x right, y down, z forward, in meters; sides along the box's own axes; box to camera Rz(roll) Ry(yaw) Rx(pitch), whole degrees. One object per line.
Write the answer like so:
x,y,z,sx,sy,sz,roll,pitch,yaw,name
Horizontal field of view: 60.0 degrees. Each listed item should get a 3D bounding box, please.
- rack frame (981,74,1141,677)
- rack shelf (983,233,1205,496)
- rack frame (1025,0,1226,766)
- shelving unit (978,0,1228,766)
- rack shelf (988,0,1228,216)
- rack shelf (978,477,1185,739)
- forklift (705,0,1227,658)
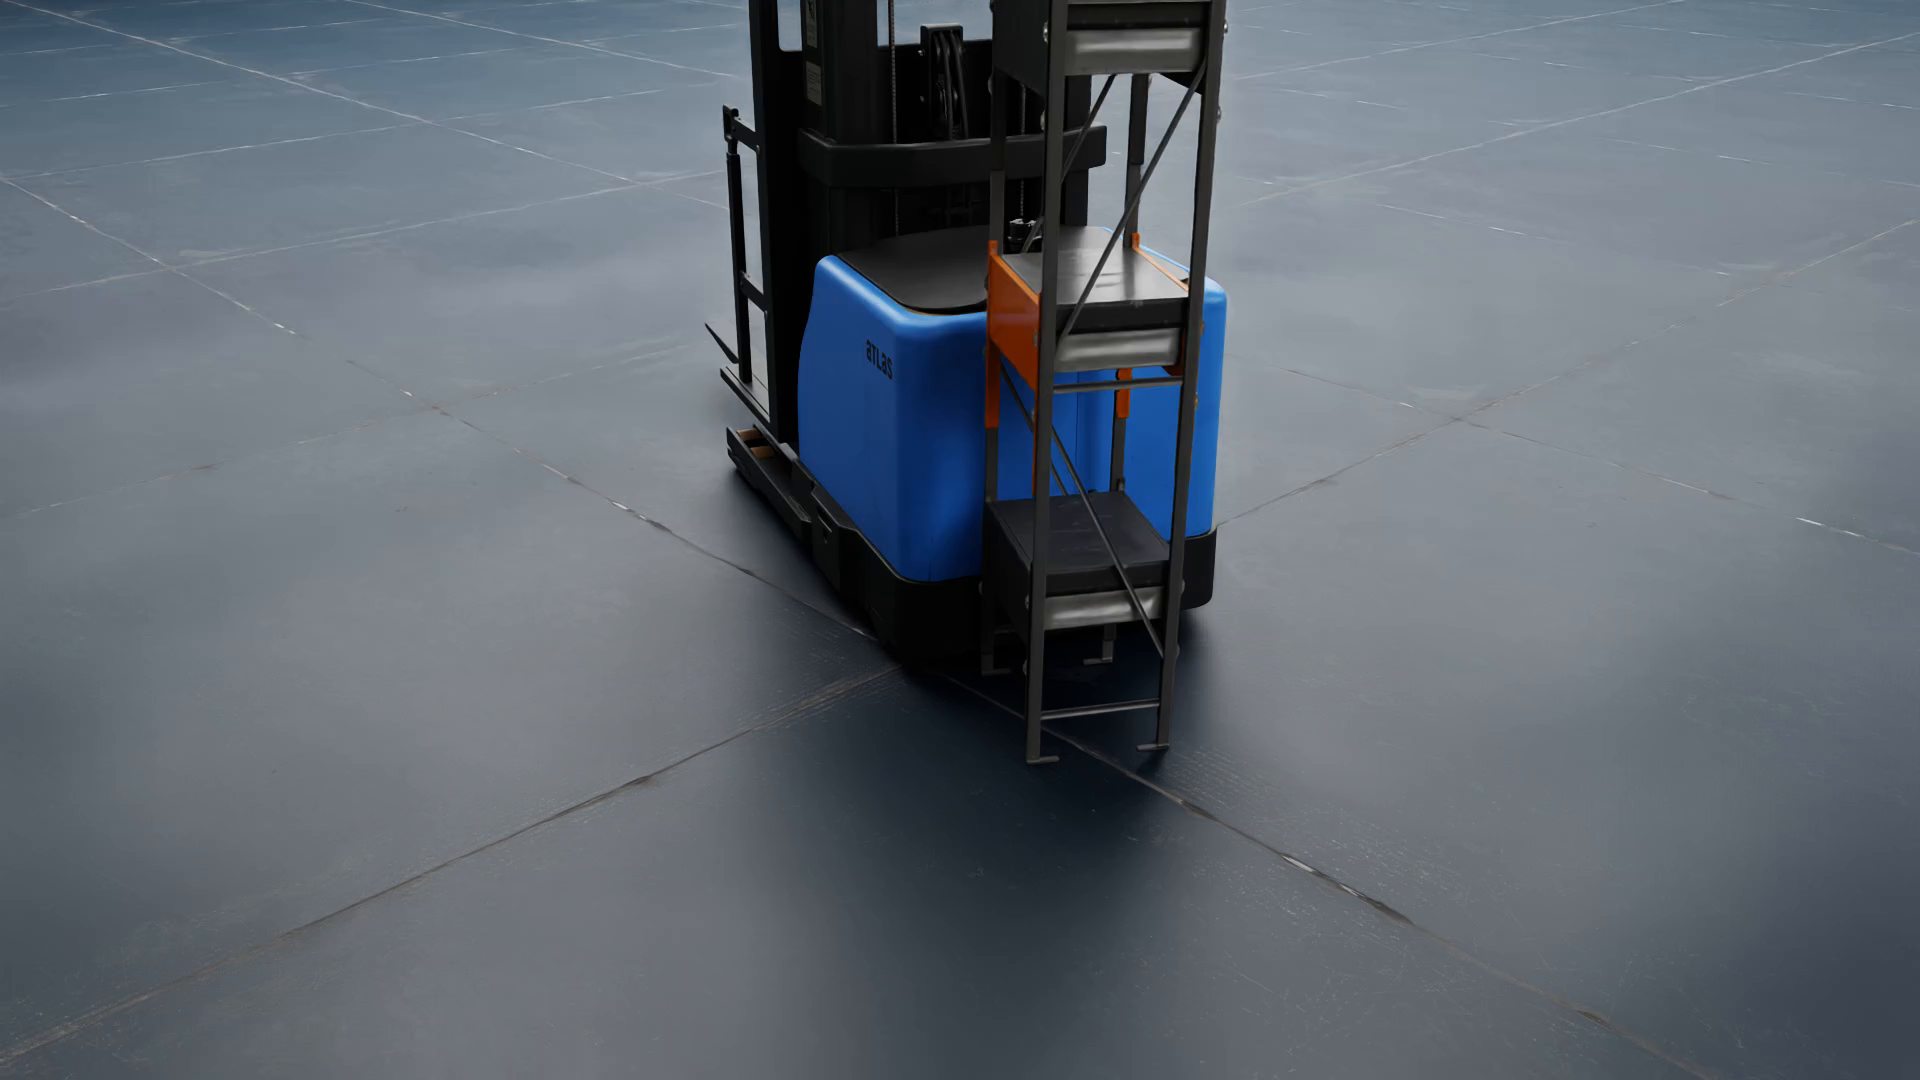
0.269,-0.573,4.457,0.400,2.100,0.015,-5,26,-13,rack frame
0.326,-0.460,4.248,0.431,0.518,0.480,-5,26,-13,rack shelf
0.383,-0.371,4.028,0.400,2.100,0.015,-5,26,-13,rack frame
0.326,-0.472,4.243,0.431,2.100,0.503,-5,26,-13,shelving unit
0.334,-1.094,3.952,0.431,0.518,0.480,-5,26,-13,rack shelf
0.318,0.174,4.545,0.431,0.518,0.480,-5,26,-13,rack shelf
-0.238,-1.575,5.670,1.130,2.935,3.031,-10,26,-20,forklift
